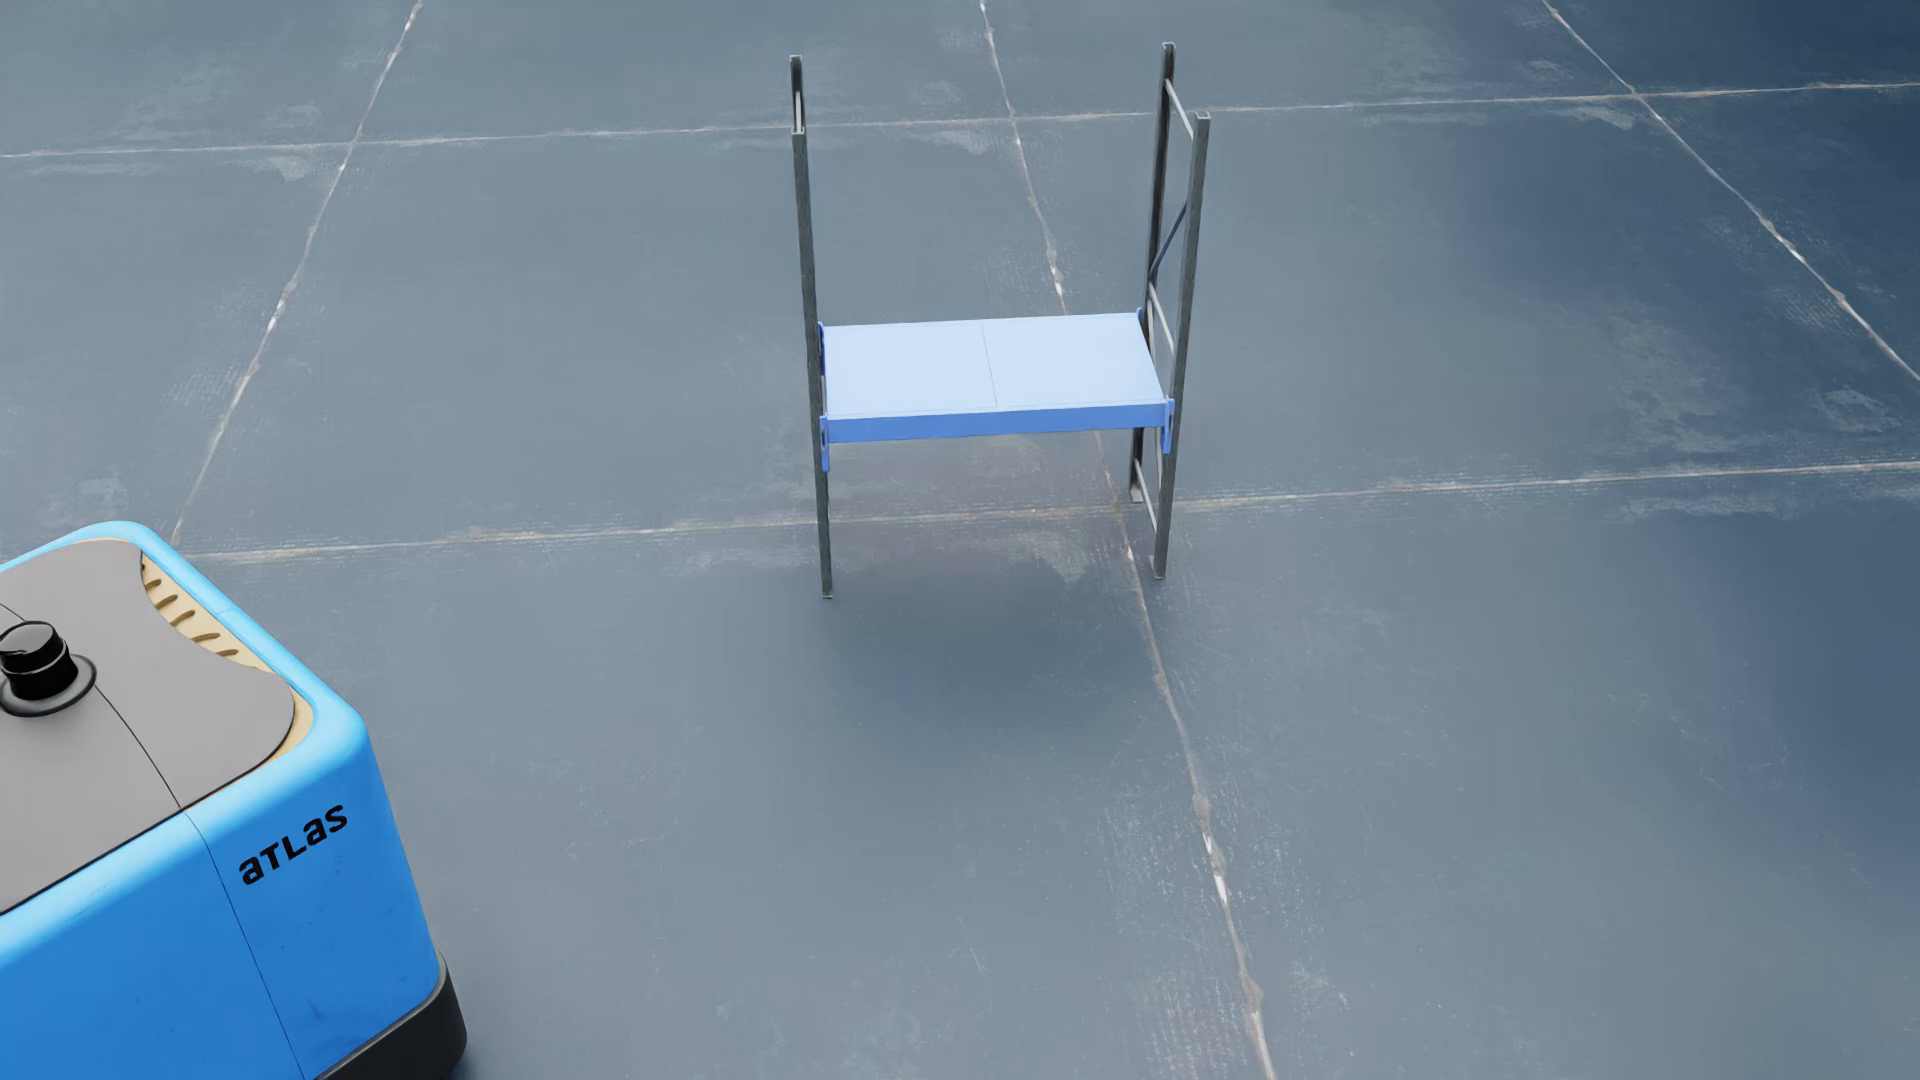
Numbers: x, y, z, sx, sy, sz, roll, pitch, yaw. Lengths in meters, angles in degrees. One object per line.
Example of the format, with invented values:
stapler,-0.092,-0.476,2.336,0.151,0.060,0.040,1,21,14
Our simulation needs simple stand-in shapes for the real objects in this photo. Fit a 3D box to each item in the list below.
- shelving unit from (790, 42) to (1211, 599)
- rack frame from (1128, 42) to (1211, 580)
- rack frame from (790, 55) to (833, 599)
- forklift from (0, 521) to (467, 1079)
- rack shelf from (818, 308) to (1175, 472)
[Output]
shelving unit,0.085,-0.593,4.791,1.048,1.500,0.538,-3,38,-4
rack frame,0.591,-0.621,4.827,0.032,1.500,0.500,-3,38,-4
rack frame,-0.421,-0.566,4.756,0.032,1.500,0.500,-3,38,-4
forklift,-2.472,0.496,2.255,1.130,2.935,3.031,30,47,32
rack shelf,0.085,-0.452,4.903,1.000,0.185,0.538,-3,38,-4
